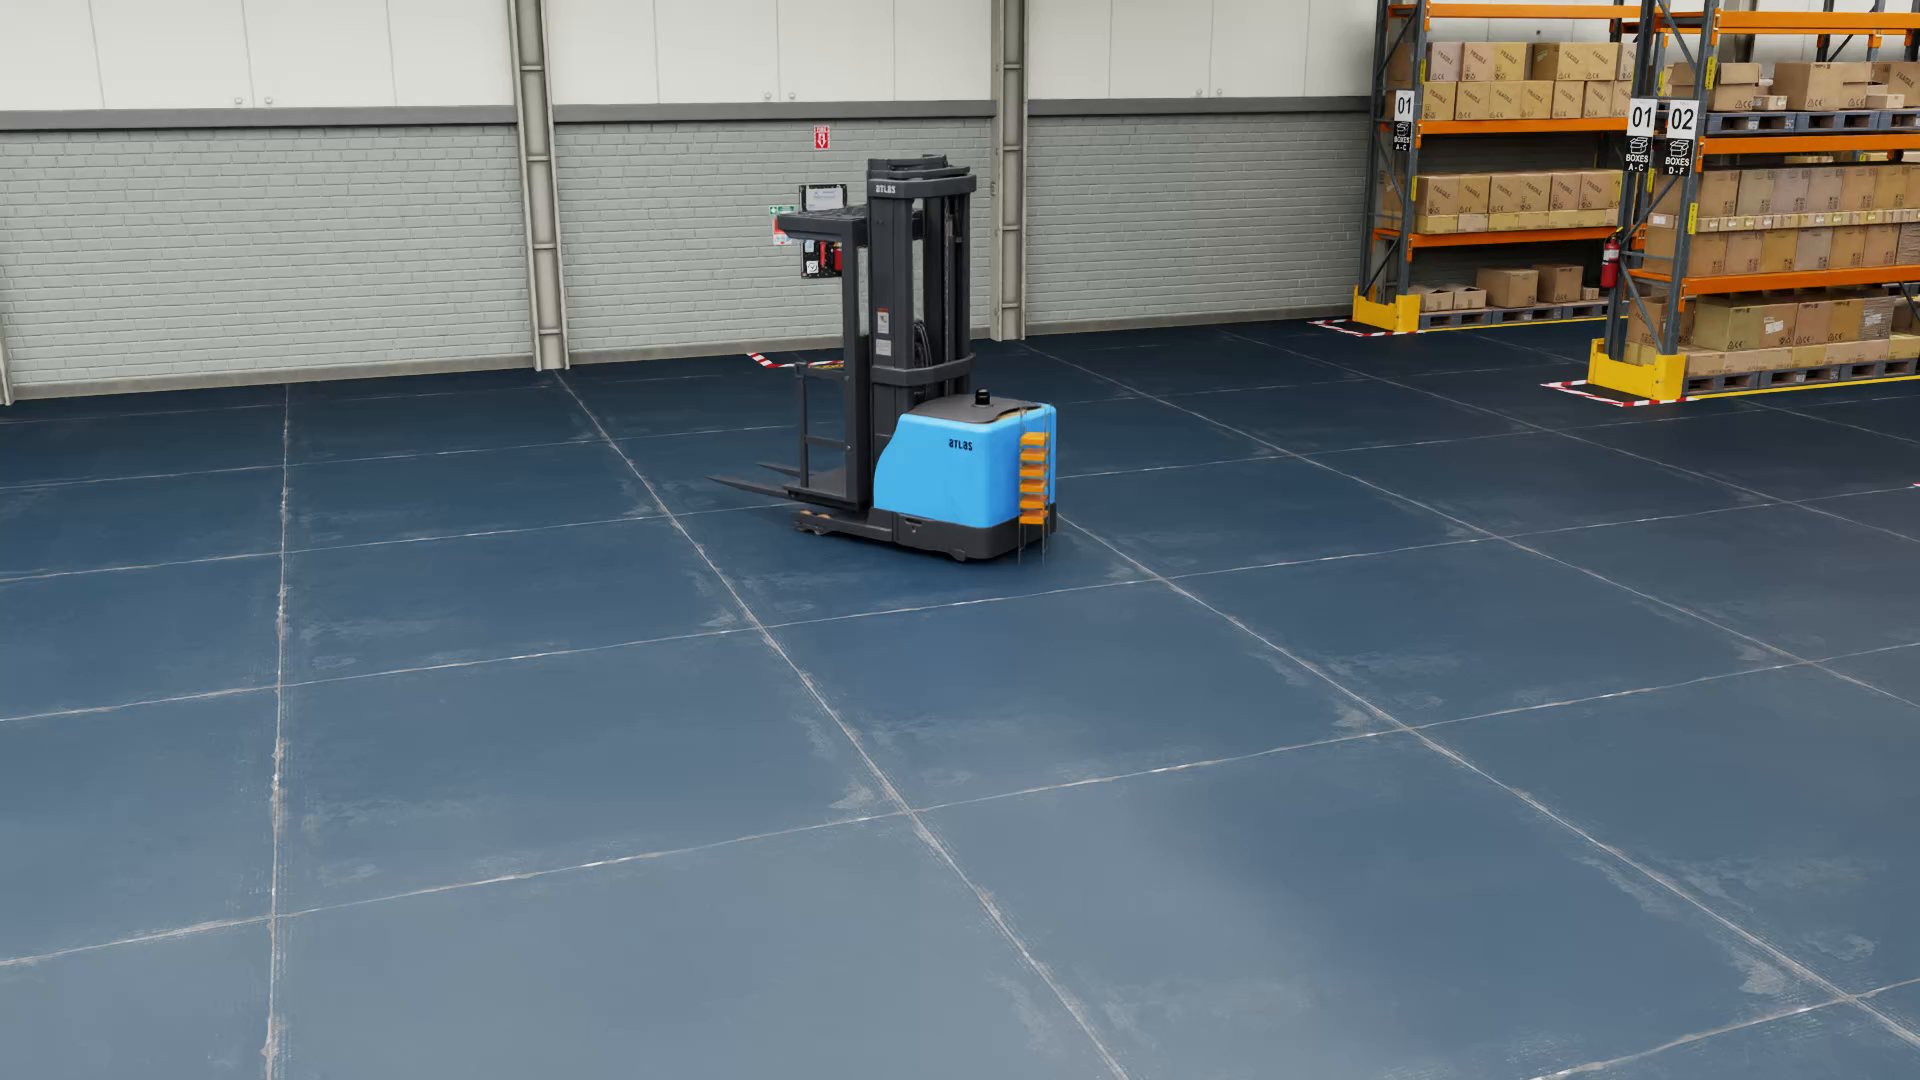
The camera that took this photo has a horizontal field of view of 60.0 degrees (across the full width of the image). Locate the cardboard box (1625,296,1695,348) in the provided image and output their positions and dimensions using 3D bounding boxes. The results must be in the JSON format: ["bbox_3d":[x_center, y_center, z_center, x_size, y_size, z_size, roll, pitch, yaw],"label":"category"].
[{"bbox_3d":[8.063,-2.518,19.152,0.500,0.500,0.500,-6,17,-20],"label":"cardboard box"}]

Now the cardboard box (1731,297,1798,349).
[{"bbox_3d":[9.177,-2.485,19.042,0.500,0.500,0.500,-6,17,-20],"label":"cardboard box"}]

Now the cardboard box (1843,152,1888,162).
[{"bbox_3d":[13.906,-5.794,25.432,0.500,0.250,0.500,-6,17,-19],"label":"cardboard box"}]

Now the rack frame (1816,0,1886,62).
[{"bbox_3d":[13.363,-8.131,24.817,0.127,3.000,1.000,-6,17,-20],"label":"rack frame"}]

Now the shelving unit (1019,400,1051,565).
[{"bbox_3d":[0.560,-0.427,12.424,0.189,1.200,0.258,4,17,12],"label":"shelving unit"}]

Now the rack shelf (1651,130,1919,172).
[{"bbox_3d":[9.536,-4.439,18.844,4.000,0.370,1.077,-6,17,-20],"label":"rack shelf"}]

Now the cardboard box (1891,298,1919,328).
[{"bbox_3d":[11.679,-2.814,20.497,0.500,0.311,0.500,-6,17,-20],"label":"cardboard box"}]

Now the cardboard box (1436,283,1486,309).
[{"bbox_3d":[7.103,-3.471,23.585,0.500,0.311,0.500,-5,17,-15],"label":"cardboard box"}]

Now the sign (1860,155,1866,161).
[{"bbox_3d":[13.566,-5.628,25.027,0.005,0.325,0.100,-6,17,-20],"label":"sign"}]

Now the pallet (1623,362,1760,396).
[{"bbox_3d":[8.367,-1.893,19.171,1.213,0.211,1.003,-6,17,-20],"label":"pallet"}]

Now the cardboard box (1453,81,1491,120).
[{"bbox_3d":[6.808,-5.956,22.519,0.500,0.500,0.500,-5,17,-16],"label":"cardboard box"}]

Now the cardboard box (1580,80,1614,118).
[{"bbox_3d":[8.768,-6.183,23.292,0.500,0.500,0.500,-8,18,-25],"label":"cardboard box"}]

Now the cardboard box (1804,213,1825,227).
[{"bbox_3d":[9.547,-3.640,18.842,0.250,0.149,0.380,-6,17,-20],"label":"cardboard box"}]

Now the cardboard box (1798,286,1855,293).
[{"bbox_3d":[10.394,-2.772,20.017,0.500,0.500,0.500,-6,17,-20],"label":"cardboard box"}]

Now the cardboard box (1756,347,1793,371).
[{"bbox_3d":[9.181,-2.123,19.137,0.500,0.250,0.500,-6,17,-20],"label":"cardboard box"}]

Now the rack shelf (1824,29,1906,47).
[{"bbox_3d":[15.230,-7.796,25.661,4.000,0.370,1.077,-6,17,-20],"label":"rack shelf"}]

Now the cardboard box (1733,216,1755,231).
[{"bbox_3d":[8.591,-3.537,18.492,0.250,0.149,0.380,-6,17,-20],"label":"cardboard box"}]

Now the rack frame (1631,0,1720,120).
[{"bbox_3d":[7.668,-6.022,17.633,0.127,3.000,1.000,-6,17,-20],"label":"rack frame"}]

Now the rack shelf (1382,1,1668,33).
[{"bbox_3d":[7.760,-7.180,22.858,4.000,0.370,1.077,-6,17,-20],"label":"rack shelf"}]

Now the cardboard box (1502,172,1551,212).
[{"bbox_3d":[7.873,-4.865,23.243,0.500,0.500,0.500,-6,17,-18],"label":"cardboard box"}]

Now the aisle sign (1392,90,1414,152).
[{"bbox_3d":[5.932,-5.607,22.255,0.004,0.787,0.394,-6,17,-20],"label":"aisle sign"}]

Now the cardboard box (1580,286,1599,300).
[{"bbox_3d":[9.139,-3.639,24.415,0.250,0.166,0.380,-9,18,-27],"label":"cardboard box"}]

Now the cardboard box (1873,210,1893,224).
[{"bbox_3d":[10.506,-3.744,19.194,0.250,0.149,0.380,-6,17,-20],"label":"cardboard box"}]

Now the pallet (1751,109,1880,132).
[{"bbox_3d":[9.479,-4.729,18.710,1.213,0.211,1.003,-6,17,-20],"label":"pallet"}]

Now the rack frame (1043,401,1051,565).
[{"bbox_3d":[0.649,-0.422,12.405,0.006,1.200,0.240,4,17,12],"label":"rack frame"}]

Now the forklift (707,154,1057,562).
[{"bbox_3d":[-0.733,-1.552,13.182,3.031,2.935,1.130,12,20,34],"label":"forklift"}]

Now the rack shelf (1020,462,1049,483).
[{"bbox_3d":[0.560,-0.500,12.403,0.180,0.103,0.258,4,17,12],"label":"rack shelf"}]

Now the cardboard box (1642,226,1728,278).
[{"bbox_3d":[8.109,-3.235,18.613,0.500,0.500,0.700,-6,17,-20],"label":"cardboard box"}]

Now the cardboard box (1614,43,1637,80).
[{"bbox_3d":[9.257,-6.704,23.293,0.500,0.500,0.500,-8,18,-25],"label":"cardboard box"}]

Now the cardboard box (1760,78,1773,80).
[{"bbox_3d":[12.119,-6.645,24.860,0.637,0.503,0.797,-4,17,-12],"label":"cardboard box"}]

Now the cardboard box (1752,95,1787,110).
[{"bbox_3d":[8.830,-4.803,18.258,0.250,0.149,0.380,-6,17,-20],"label":"cardboard box"}]

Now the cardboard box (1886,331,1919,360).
[{"bbox_3d":[11.049,-2.324,19.825,0.500,0.250,0.500,-6,17,-20],"label":"cardboard box"}]

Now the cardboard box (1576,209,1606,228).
[{"bbox_3d":[8.825,-4.612,23.709,0.500,0.250,0.500,-6,17,-20],"label":"cardboard box"}]

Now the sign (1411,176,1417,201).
[{"bbox_3d":[6.087,-4.719,22.307,0.005,0.325,0.100,-6,17,-20],"label":"sign"}]

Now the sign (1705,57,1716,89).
[{"bbox_3d":[7.861,-4.893,17.422,0.005,0.325,0.100,-6,17,-20],"label":"sign"}]

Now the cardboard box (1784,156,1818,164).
[{"bbox_3d":[12.756,-5.744,25.225,0.250,0.149,0.380,-9,19,-29],"label":"cardboard box"}]

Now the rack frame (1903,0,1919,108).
[{"bbox_3d":[11.404,-6.425,19.006,0.127,3.000,1.000,-6,17,-20],"label":"rack frame"}]

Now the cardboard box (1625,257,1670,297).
[{"bbox_3d":[10.309,-3.940,24.846,0.500,0.500,0.700,-6,17,-18],"label":"cardboard box"}]

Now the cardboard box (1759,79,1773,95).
[{"bbox_3d":[9.169,-5.050,18.812,0.500,0.311,0.500,-4,17,-14],"label":"cardboard box"}]

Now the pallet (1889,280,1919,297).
[{"bbox_3d":[15.263,-4.096,26.673,1.213,0.211,1.003,-6,17,-20],"label":"pallet"}]

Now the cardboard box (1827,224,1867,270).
[{"bbox_3d":[10.031,-3.444,19.324,0.500,0.500,0.700,-6,17,-19],"label":"cardboard box"}]

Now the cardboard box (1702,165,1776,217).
[{"bbox_3d":[8.647,-3.917,18.634,0.500,0.500,0.700,-7,18,-22],"label":"cardboard box"}]

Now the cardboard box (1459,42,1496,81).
[{"bbox_3d":[6.825,-6.435,22.376,0.500,0.500,0.500,-6,18,-21],"label":"cardboard box"}]

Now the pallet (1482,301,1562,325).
[{"bbox_3d":[7.872,-3.310,23.997,1.213,0.211,1.003,-6,17,-20],"label":"pallet"}]

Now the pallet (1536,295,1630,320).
[{"bbox_3d":[9.013,-3.435,24.419,1.213,0.211,1.003,-6,17,-20],"label":"pallet"}]

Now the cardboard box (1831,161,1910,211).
[{"bbox_3d":[10.520,-4.119,19.322,0.500,0.500,0.700,-6,17,-20],"label":"cardboard box"}]

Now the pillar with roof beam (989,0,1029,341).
[{"bbox_3d":[2.174,-5.885,17.168,0.400,9.000,9.100,-6,17,-20],"label":"pillar with roof beam"}]

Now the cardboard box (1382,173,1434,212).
[{"bbox_3d":[6.256,-4.847,23.180,0.500,0.500,0.500,-6,18,-21],"label":"cardboard box"}]

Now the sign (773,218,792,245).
[{"bbox_3d":[-2.241,-3.889,20.954,0.234,0.329,0.001,-6,17,-20],"label":"sign"}]

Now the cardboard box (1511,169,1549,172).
[{"bbox_3d":[8.162,-5.055,23.887,0.500,0.500,0.500,-6,17,-19],"label":"cardboard box"}]

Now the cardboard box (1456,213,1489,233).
[{"bbox_3d":[6.941,-4.406,23.008,0.500,0.250,0.500,-7,18,-22],"label":"cardboard box"}]
